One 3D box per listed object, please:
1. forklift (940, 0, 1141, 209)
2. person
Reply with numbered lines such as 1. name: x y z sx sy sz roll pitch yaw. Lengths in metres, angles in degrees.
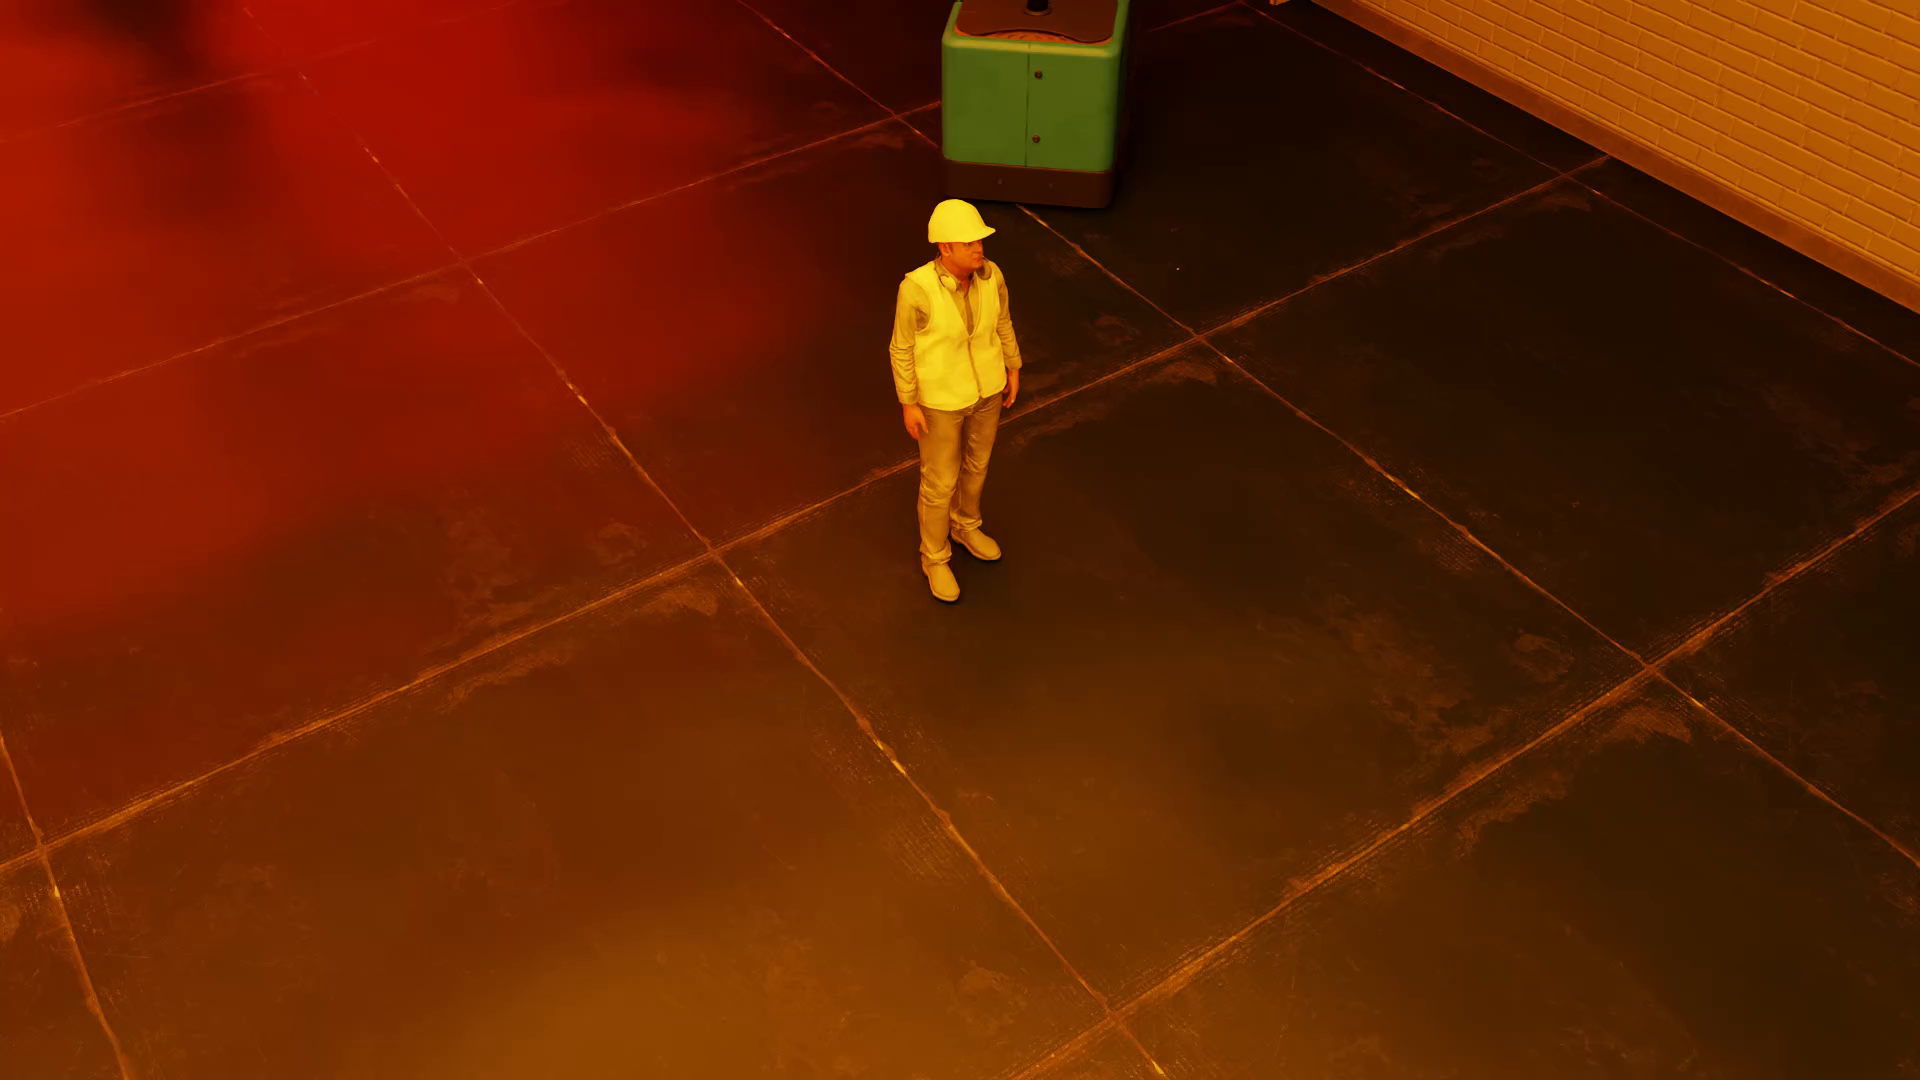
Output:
1. forklift: 0.609 -4.058 10.119 1.130 2.935 3.031 6 43 6
2. person: 0.030 -0.620 7.231 0.633 1.775 0.566 -25 48 -25
